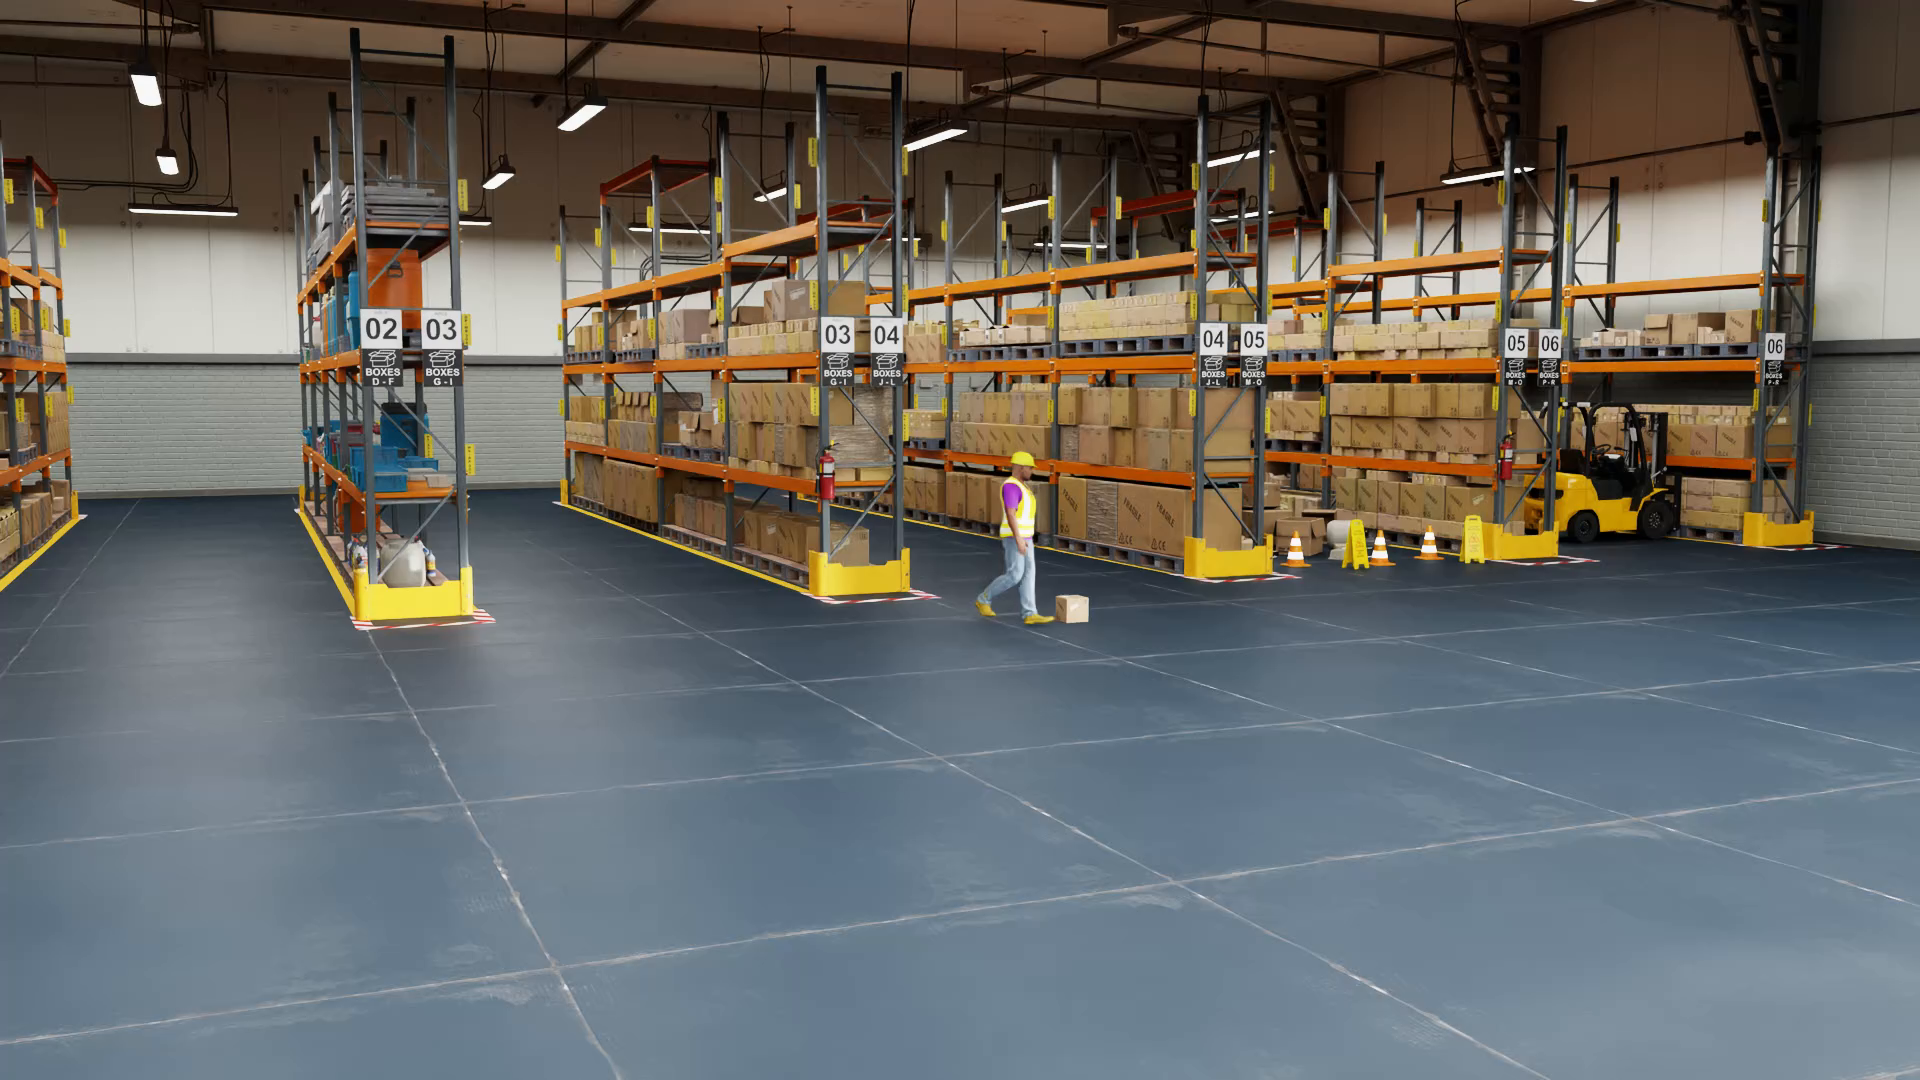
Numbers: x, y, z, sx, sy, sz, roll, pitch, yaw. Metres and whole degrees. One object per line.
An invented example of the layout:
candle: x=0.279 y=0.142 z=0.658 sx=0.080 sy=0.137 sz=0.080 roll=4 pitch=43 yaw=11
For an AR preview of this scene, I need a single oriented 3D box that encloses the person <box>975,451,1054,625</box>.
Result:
person: x=0.552 y=-0.019 z=16.864 sx=0.822 sy=1.754 sz=0.654 roll=2 pitch=6 yaw=17
